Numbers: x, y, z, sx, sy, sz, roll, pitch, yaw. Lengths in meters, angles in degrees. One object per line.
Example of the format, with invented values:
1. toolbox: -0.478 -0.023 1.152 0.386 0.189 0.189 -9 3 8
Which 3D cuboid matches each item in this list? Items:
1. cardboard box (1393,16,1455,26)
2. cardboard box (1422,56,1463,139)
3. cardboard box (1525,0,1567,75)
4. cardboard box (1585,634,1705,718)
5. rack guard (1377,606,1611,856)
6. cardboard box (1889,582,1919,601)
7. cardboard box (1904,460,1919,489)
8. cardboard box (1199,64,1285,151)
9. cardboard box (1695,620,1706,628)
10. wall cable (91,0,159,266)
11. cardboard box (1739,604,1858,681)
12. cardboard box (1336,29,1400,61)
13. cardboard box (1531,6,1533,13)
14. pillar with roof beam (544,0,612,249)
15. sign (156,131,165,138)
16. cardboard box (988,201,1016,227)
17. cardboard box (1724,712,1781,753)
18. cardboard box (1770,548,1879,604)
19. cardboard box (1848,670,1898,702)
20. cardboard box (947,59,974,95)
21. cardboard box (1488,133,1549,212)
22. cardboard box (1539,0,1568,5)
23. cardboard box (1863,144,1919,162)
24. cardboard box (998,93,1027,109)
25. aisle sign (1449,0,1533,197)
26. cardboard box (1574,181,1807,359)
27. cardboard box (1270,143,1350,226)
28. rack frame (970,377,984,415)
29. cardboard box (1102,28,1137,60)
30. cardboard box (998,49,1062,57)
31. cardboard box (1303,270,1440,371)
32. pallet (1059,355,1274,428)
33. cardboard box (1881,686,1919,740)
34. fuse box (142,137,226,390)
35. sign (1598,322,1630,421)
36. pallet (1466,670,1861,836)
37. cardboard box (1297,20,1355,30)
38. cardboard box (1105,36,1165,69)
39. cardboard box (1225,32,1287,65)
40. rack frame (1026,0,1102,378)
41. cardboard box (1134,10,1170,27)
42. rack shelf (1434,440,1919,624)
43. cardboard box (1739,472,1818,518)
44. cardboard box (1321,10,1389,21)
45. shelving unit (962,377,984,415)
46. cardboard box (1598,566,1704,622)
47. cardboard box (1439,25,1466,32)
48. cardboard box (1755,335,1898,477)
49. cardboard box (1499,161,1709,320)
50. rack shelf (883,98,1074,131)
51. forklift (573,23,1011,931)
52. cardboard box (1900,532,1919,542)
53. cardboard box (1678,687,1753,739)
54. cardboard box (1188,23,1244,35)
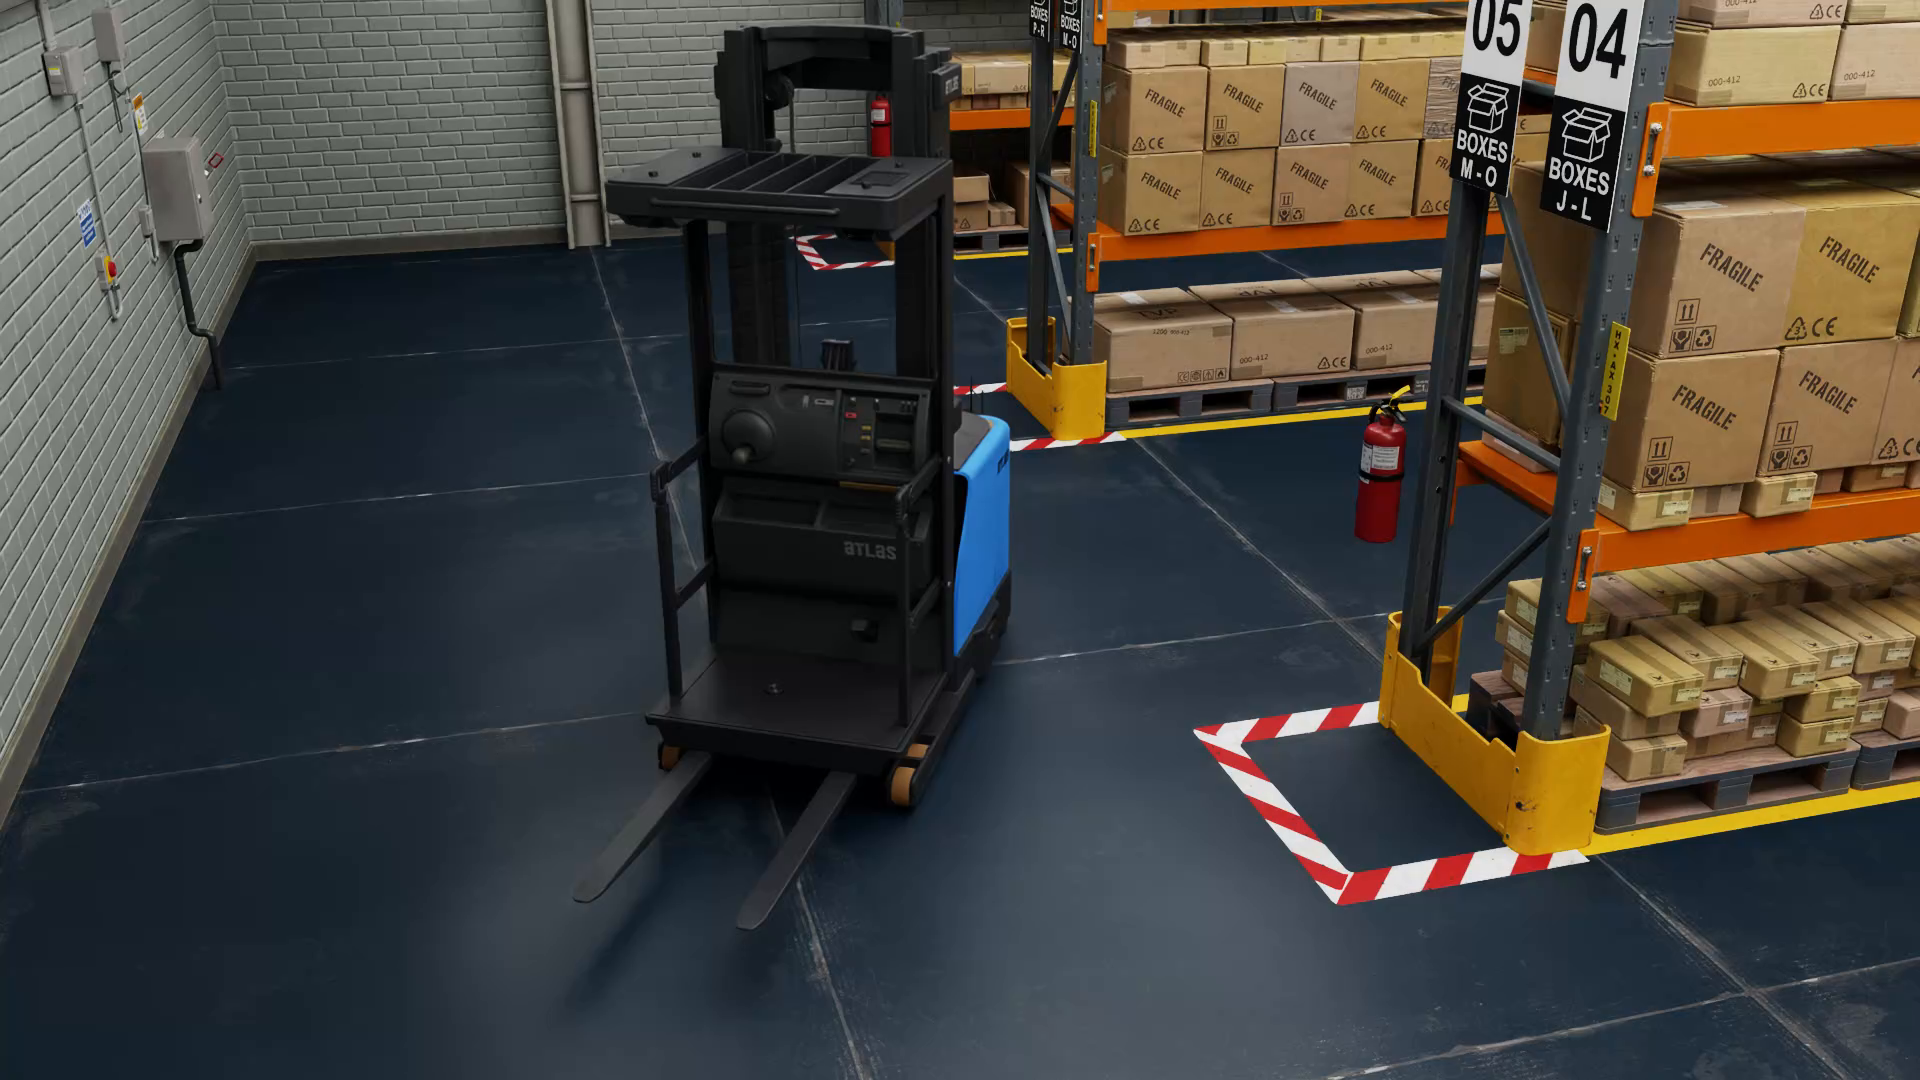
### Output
1. cardboard box: 3.137 -3.451 11.272 0.250 0.149 0.380 -7 24 -16
2. cardboard box: 3.149 -2.922 10.860 0.500 0.500 0.500 -6 24 -14
3. cardboard box: 2.457 -1.844 6.129 0.500 0.250 0.500 -7 24 -16
4. cardboard box: 2.687 0.531 6.536 0.250 0.149 0.380 -7 24 -17
5. rack guard: 2.164 0.755 6.856 0.348 0.500 1.175 -6 24 -14
6. cardboard box: 4.165 0.321 7.027 0.250 0.149 0.380 -6 24 -14
7. cardboard box: 3.724 -0.346 6.571 0.250 0.149 0.380 -7 24 -15
8. cardboard box: 1.691 -2.760 10.484 0.500 0.500 0.500 -7 24 -16
9. cardboard box: 3.021 0.374 7.279 0.250 0.149 0.380 -7 24 -17
10. wall cable: -5.161 -2.649 10.330 0.122 1.984 0.588 -6 24 -14
11. cardboard box: 3.413 0.420 6.795 0.250 0.149 0.380 -8 24 -17
12. cardboard box: 2.577 -3.139 10.545 0.250 0.149 0.380 -7 24 -16
13. cardboard box: 5.493 -4.987 16.404 0.637 0.503 0.797 -7 24 -16
14. pillar with roof beam: -2.365 -5.316 10.226 0.400 9.000 9.100 -6 24 -14
15. sign: -5.526 -2.579 11.578 0.001 0.494 0.329 -6 24 -14
16. cardboard box: 0.346 -3.081 15.708 0.250 0.149 0.380 -7 24 -16
17. cardboard box: 3.149 0.709 6.876 0.250 0.149 0.380 -6 24 -14
18. cardboard box: 3.798 0.186 7.342 0.250 0.149 0.380 -7 24 -16
19. cardboard box: 3.661 0.519 6.943 0.250 0.149 0.380 -7 24 -17
20. cardboard box: -0.179 -4.152 14.935 0.500 0.250 0.500 -6 24 -14
21. cardboard box: 3.636 -2.523 11.198 0.500 0.500 0.500 -7 24 -16
22. cardboard box: 2.465 -2.070 6.023 0.500 0.250 0.500 -7 24 -16
23. cardboard box: 3.958 -1.341 6.799 0.500 0.500 0.500 -7 24 -16
24. cardboard box: 0.438 -4.043 15.187 0.250 0.149 0.380 -6 24 -13
25. aisle sign: 1.939 -1.686 6.079 0.004 0.787 0.394 -6 24 -14
26. cardboard box: 2.595 -0.975 5.945 0.500 0.500 0.500 -6 24 -15
27. cardboard box: 2.170 -2.354 10.805 0.500 0.500 0.500 -6 24 -15
28. rack frame: 0.090 -0.424 9.096 0.006 0.900 0.240 -6 24 -14
29. cardboard box: 0.948 -3.172 10.621 0.250 0.149 0.380 -6 24 -14
30. cardboard box: 0.658 -4.461 15.656 0.500 0.250 0.500 -6 24 -13
31. cardboard box: 3.012 -1.574 11.831 0.875 0.438 0.875 -7 24 -16
32. pallet: 1.405 -1.087 11.517 1.213 0.211 1.003 -6 24 -14
33. cardboard box: 3.908 0.667 6.975 0.250 0.149 0.380 -8 24 -17
34. fuse box: -5.194 -1.866 11.428 0.414 1.711 0.539 -6 24 -14
35. sign: 2.237 -0.577 5.694 0.005 0.325 0.100 -6 24 -14
36. pallet: 2.955 0.815 7.083 1.213 0.211 1.003 -6 24 -14
37. cardboard box: 2.419 -3.349 11.034 0.250 0.149 0.380 -6 24 -13
38. cardboard box: 1.073 -2.990 10.197 0.250 0.149 0.380 -6 24 -13
39. cardboard box: 1.836 -3.064 10.370 0.250 0.149 0.380 -7 24 -16
40. rack frame: 0.656 -2.254 10.699 0.127 3.000 1.000 -6 24 -14
41. cardboard box: 1.657 -4.919 15.772 0.500 0.500 0.500 -7 24 -16
42. rack shelf: 4.016 -0.268 6.983 4.000 0.370 1.077 -6 24 -14
43. cardboard box: 2.998 -0.231 6.303 0.250 0.149 0.380 -7 24 -16
44. cardboard box: 3.689 -4.770 15.903 0.500 0.500 0.700 -6 24 -13
45. shelving unit: -0.008 -0.413 9.071 0.210 0.900 0.258 -6 24 -14
46. cardboard box: 3.004 0.225 7.250 0.250 0.149 0.380 -7 24 -16
47. cardboard box: 3.301 -3.246 10.794 0.250 0.149 0.380 -6 24 -15
48. cardboard box: 3.106 -0.578 6.288 0.500 0.500 0.500 -6 24 -14
49. cardboard box: 2.464 -1.171 6.402 0.500 0.500 0.500 -7 24 -15
50. rack shelf: 1.237 -4.021 15.728 4.000 0.370 1.077 -6 24 -14
51. forklift: -0.627 -0.435 6.546 1.130 2.935 3.031 6 24 14
52. cardboard box: 4.531 0.075 7.599 0.250 0.149 0.380 -6 24 -13
53. cardboard box: 2.943 0.629 6.686 0.250 0.149 0.380 -6 24 -15
54. cardboard box: 1.665 -3.279 10.870 0.250 0.149 0.380 -6 24 -13
